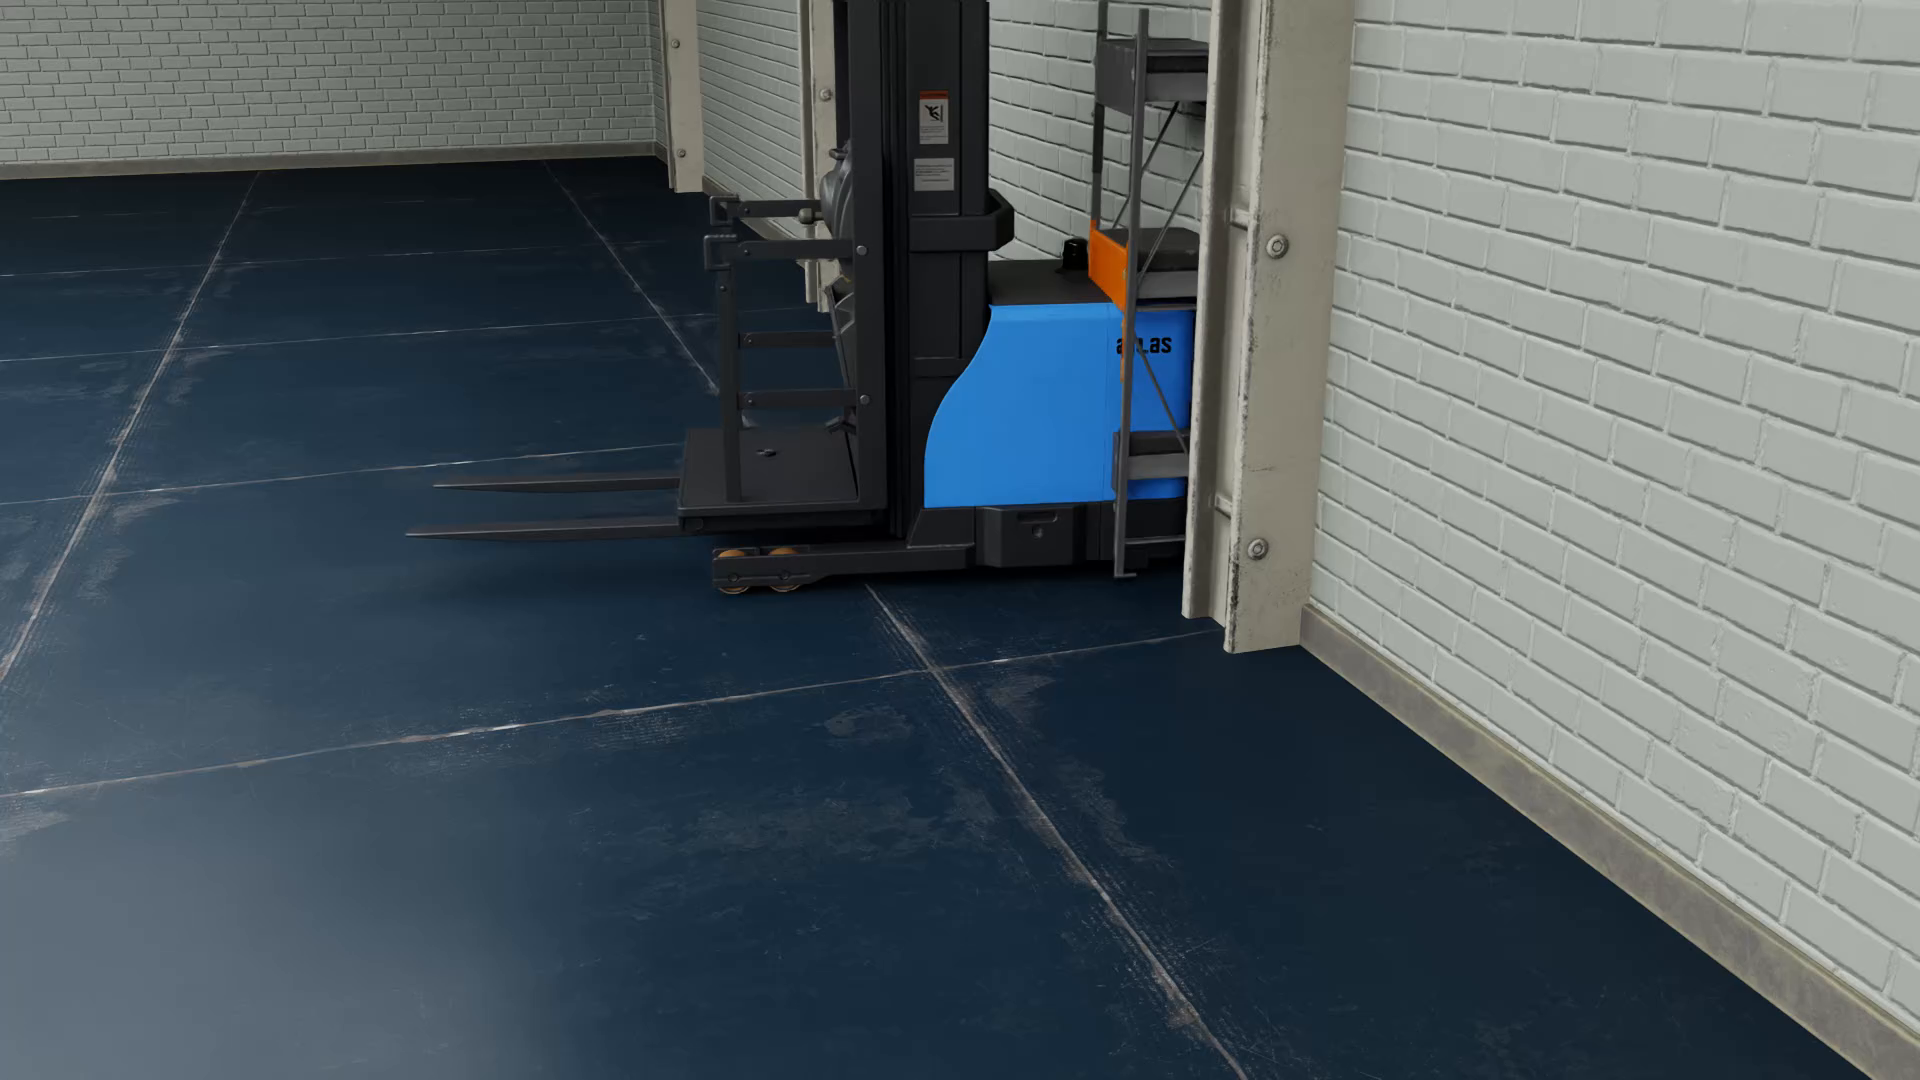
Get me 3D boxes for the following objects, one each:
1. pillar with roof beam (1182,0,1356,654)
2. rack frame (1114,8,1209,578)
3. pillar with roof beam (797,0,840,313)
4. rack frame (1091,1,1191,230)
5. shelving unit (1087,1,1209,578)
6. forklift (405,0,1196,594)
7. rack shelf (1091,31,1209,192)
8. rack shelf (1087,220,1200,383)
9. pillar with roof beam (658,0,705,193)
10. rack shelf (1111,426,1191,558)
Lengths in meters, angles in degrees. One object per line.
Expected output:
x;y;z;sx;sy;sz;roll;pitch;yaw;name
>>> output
-3.059;-3.460;3.236;9.100;9.000;0.400;-6;21;-17;pillar with roof beam
0.801;-0.849;6.098;0.400;2.100;0.015;-4;21;-11;rack frame
-4.945;-5.385;8.597;9.100;9.000;0.400;-6;21;-17;pillar with roof beam
0.700;-1.020;6.544;0.400;2.100;0.015;-4;21;-11;rack frame
0.750;-0.935;6.321;0.431;2.100;0.503;-4;21;-11;shelving unit
-0.645;-1.362;6.372;3.031;2.935;1.130;-2;20;-6;forklift
0.755;-1.576;6.077;0.431;0.518;0.480;-4;21;-11;rack shelf
0.750;-0.922;6.326;0.431;0.518;0.480;-4;21;-11;rack shelf
-6.831;-7.311;13.958;9.100;9.000;0.400;-6;21;-17;pillar with roof beam
0.745;-0.268;6.576;0.431;0.518;0.480;-4;21;-11;rack shelf
